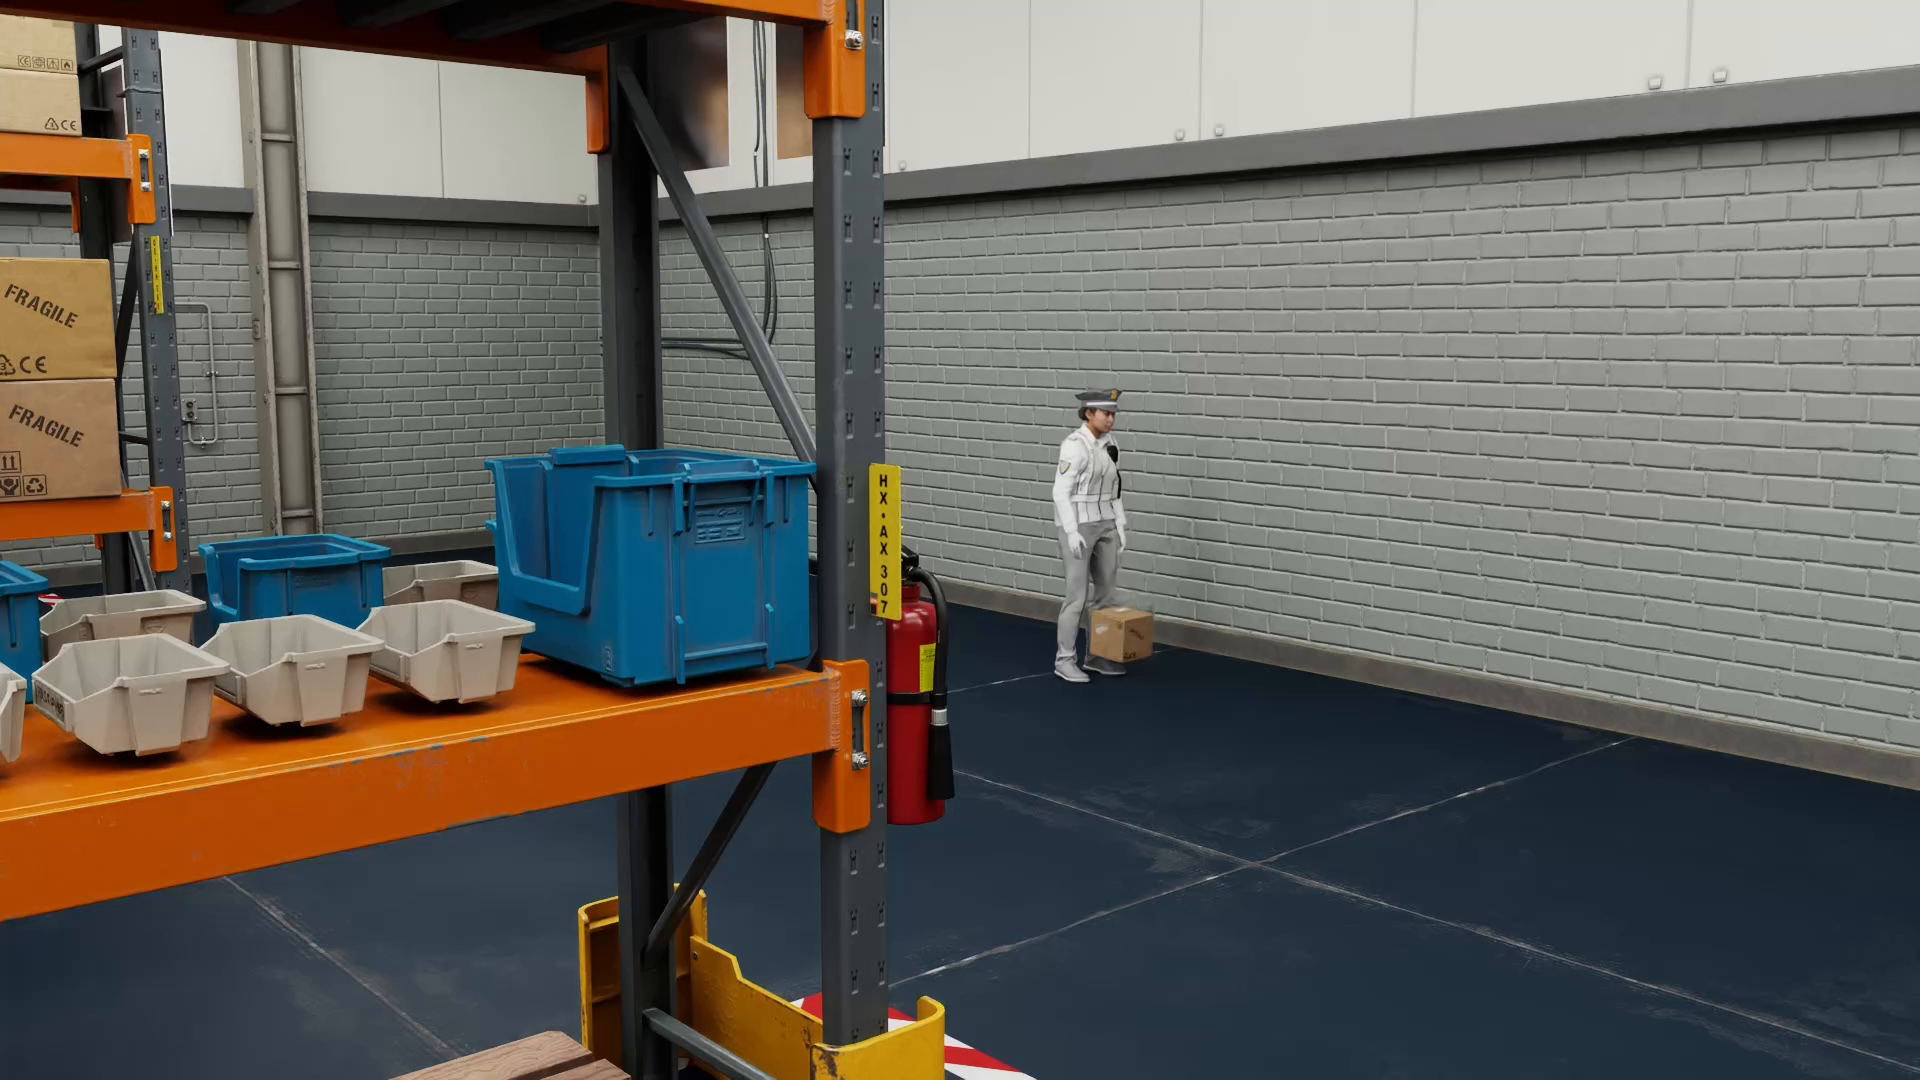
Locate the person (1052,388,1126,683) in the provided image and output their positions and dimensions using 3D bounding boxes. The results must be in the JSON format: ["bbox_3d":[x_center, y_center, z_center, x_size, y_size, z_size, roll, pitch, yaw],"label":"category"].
[{"bbox_3d":[0.748,-0.043,9.586,0.512,1.666,0.358,-7,10,-43],"label":"person"}]
